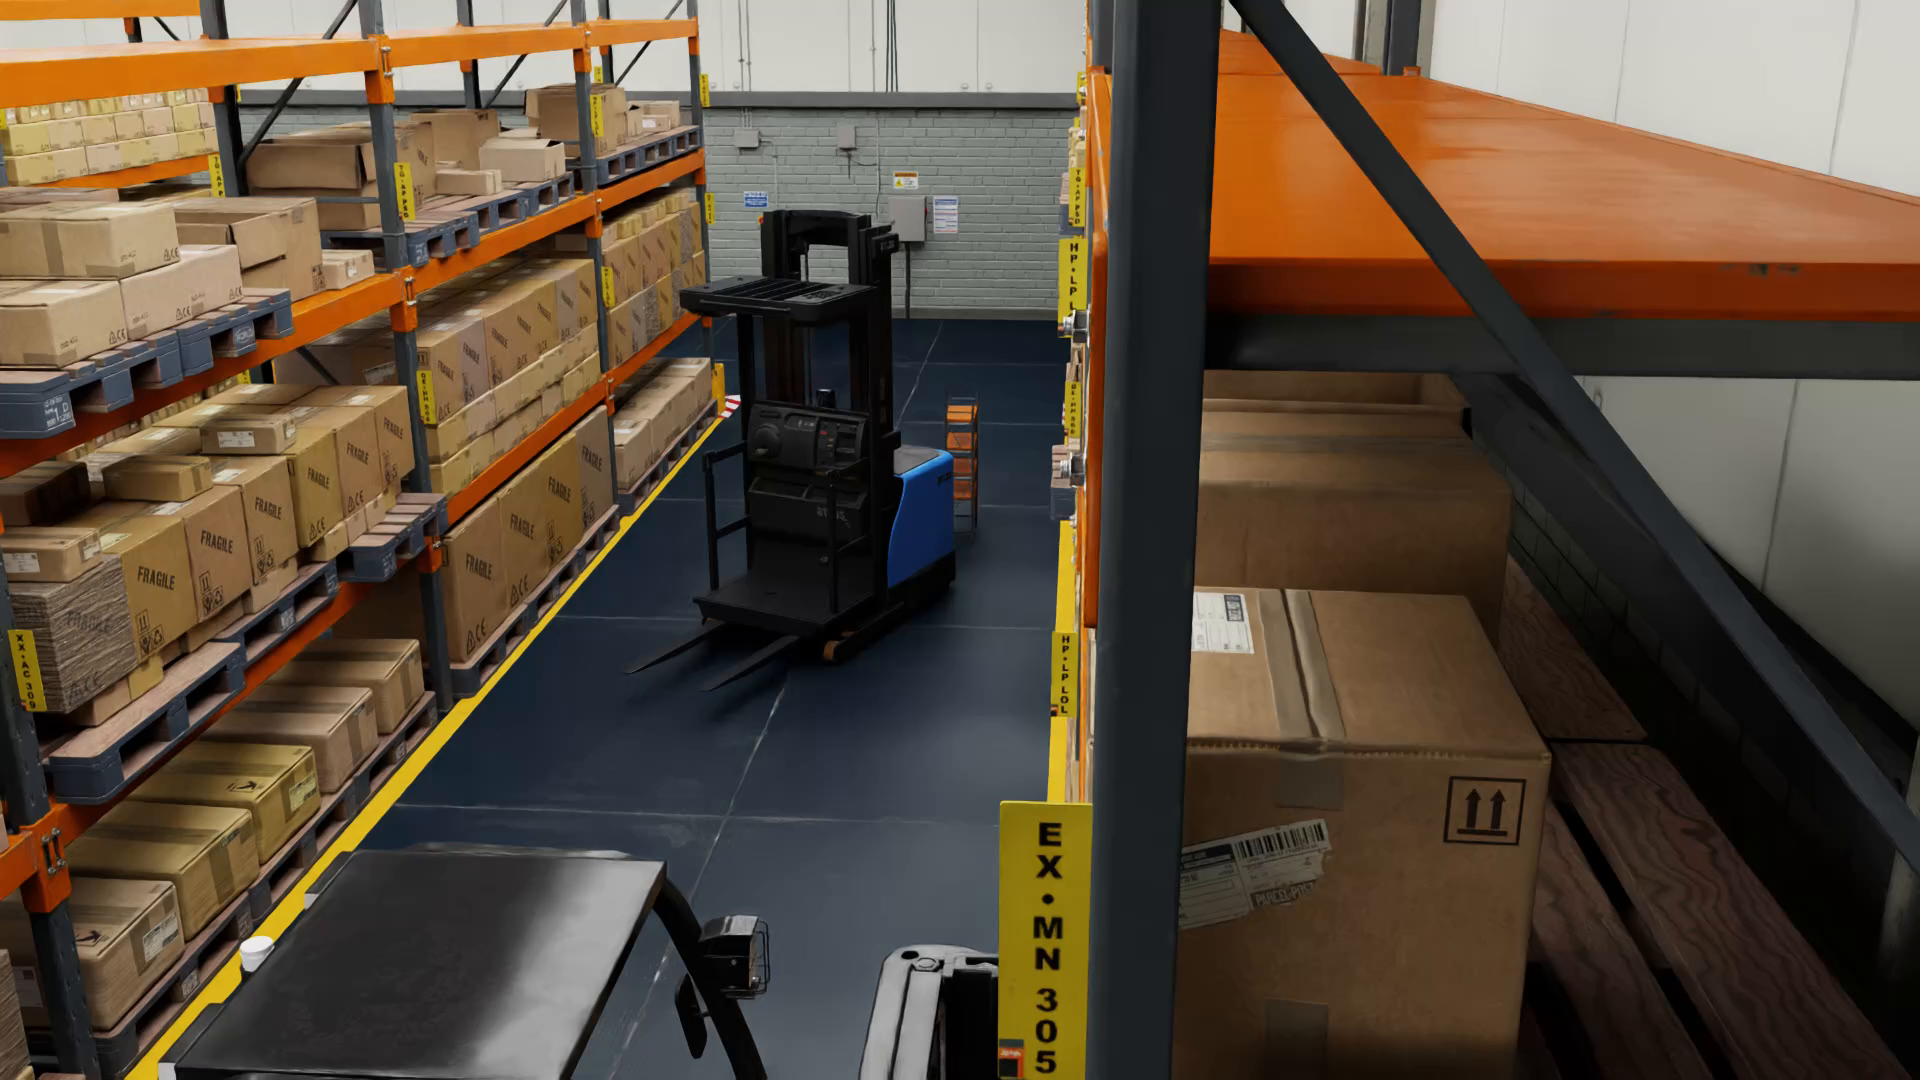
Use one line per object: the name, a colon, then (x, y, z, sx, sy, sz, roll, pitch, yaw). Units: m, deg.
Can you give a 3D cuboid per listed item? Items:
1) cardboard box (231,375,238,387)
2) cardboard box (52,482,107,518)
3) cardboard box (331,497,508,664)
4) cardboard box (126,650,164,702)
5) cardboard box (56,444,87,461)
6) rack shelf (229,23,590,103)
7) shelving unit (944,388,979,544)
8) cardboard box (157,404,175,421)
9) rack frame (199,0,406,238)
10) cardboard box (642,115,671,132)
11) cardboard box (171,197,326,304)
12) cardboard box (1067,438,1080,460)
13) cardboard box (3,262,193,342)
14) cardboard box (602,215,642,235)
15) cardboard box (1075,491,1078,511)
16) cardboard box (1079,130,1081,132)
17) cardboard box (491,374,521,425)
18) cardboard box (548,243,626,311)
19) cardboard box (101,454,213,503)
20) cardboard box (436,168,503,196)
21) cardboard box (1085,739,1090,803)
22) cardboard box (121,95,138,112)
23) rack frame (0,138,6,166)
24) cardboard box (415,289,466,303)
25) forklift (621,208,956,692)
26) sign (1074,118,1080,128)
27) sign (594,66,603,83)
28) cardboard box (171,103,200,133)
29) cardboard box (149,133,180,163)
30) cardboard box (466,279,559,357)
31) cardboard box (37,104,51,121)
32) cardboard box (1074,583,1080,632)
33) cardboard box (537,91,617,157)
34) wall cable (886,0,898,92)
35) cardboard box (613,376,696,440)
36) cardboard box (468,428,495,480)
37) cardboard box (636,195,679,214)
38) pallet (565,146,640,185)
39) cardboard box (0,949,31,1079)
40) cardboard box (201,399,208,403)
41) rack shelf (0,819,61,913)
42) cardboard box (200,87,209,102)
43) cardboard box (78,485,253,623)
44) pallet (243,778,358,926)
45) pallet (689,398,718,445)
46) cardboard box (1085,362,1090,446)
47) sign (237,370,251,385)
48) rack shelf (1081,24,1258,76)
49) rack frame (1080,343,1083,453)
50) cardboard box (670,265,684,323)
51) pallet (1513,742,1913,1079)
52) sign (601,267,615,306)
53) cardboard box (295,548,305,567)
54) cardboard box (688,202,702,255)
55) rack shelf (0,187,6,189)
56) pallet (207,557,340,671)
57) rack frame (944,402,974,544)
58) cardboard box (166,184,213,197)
cardboard box: (-7.872, -1.731, 17.814, 0.380, 0.149, 0.250, 1, 18, 2)
cardboard box: (-4.153, 0.040, 7.671, 0.500, 0.500, 0.500, 2, 18, 6)
cardboard box: (-3.615, 0.246, 11.091, 0.875, 0.875, 0.875, 1, 18, 3)
cardboard box: (-3.653, 0.569, 7.098, 0.380, 0.149, 0.250, 2, 18, 5)
cardboard box: (-8.060, -0.764, 14.864, 0.380, 0.149, 0.250, 2, 18, 6)
rack shelf: (-3.604, -3.291, 11.313, 1.077, 0.370, 4.000, 1, 18, 4)
shelving unit: (0.012, -0.622, 13.893, 0.258, 1.200, 0.503, 1, 18, 4)
cardboard box: (-7.960, -1.243, 16.325, 0.380, 0.149, 0.250, 1, 18, 4)
rack frame: (-3.747, -3.202, 9.243, 1.000, 3.000, 0.127, 1, 18, 4)
cardboard box: (-3.067, -4.115, 16.415, 0.380, 0.149, 0.250, 0, 18, 0)
cardboard box: (-3.825, -1.530, 8.797, 0.700, 0.500, 0.500, 1, 18, 4)
cardboard box: (0.868, -0.534, 10.465, 0.380, 0.149, 0.250, 2, 18, 5)
cardboard box: (-3.557, -0.992, 6.884, 0.500, 0.250, 0.500, 1, 18, 3)
cardboard box: (-3.074, -2.834, 14.948, 0.380, 0.149, 0.250, 1, 18, 2)
cardboard box: (0.903, -0.276, 9.386, 0.500, 0.250, 0.500, 1, 18, 4)
cardboard box: (1.083, -3.011, 12.568, 0.380, 0.149, 0.250, 2, 18, 5)
cardboard box: (-3.379, -0.984, 11.547, 0.500, 0.250, 0.500, 1, 18, 4)
cardboard box: (-3.185, -2.258, 14.232, 0.500, 0.500, 0.500, 1, 18, 4)
cardboard box: (-3.673, -0.283, 7.616, 0.380, 0.149, 0.250, 2, 18, 7)
cardboard box: (-3.447, -2.517, 11.670, 0.380, 0.166, 0.250, 3, 18, 9)
cardboard box: (0.387, 0.426, 2.557, 0.380, 0.149, 0.250, 1, 18, 2)
cardboard box: (-7.982, -4.109, 15.625, 0.380, 0.149, 0.250, 1, 18, 2)
rack frame: (-8.405, -4.523, 13.276, 1.000, 3.000, 0.127, 1, 18, 4)
cardboard box: (-3.857, -1.511, 11.950, 0.500, 0.500, 0.500, 1, 18, 3)
forklift: (-1.167, -0.705, 11.367, 1.130, 2.935, 3.031, 9, 20, 26)
sign: (0.949, -3.165, 13.116, 0.100, 0.325, 0.005, 1, 18, 4)
sign: (-3.727, -4.728, 17.188, 0.100, 0.325, 0.005, 1, 18, 4)
cardboard box: (-7.933, -4.199, 16.541, 0.500, 0.250, 0.500, 1, 18, 2)
cardboard box: (-7.965, -3.809, 16.155, 0.500, 0.250, 0.500, 2, 18, 6)
cardboard box: (-3.328, -1.654, 12.386, 0.500, 0.500, 0.500, 2, 18, 6)
cardboard box: (-8.129, -3.702, 14.383, 0.380, 0.149, 0.250, 1, 18, 3)
cardboard box: (0.677, 0.294, 7.006, 0.380, 0.149, 0.250, 1, 18, 2)
cardboard box: (-3.209, -3.491, 13.948, 0.500, 0.500, 0.500, 2, 18, 5)
wall cable: (0.479, -7.386, 21.951, 2.988, 3.039, 0.133, 1, 18, 4)
cardboard box: (-3.179, -1.326, 16.593, 0.875, 0.438, 0.875, 2, 18, 5)
cardboard box: (-3.442, -0.586, 11.135, 0.500, 0.250, 0.500, 1, 18, 2)
cardboard box: (-2.988, -3.312, 16.405, 0.380, 0.149, 0.250, 2, 18, 5)
pallet: (-3.392, -3.230, 14.290, 1.003, 0.211, 1.213, 1, 18, 4)
cardboard box: (-3.809, 1.832, 6.053, 0.500, 0.500, 0.500, 1, 18, 3)
cardboard box: (-7.975, -1.352, 17.136, 0.380, 0.149, 0.250, 1, 18, 4)
rack shelf: (-4.178, 1.854, 4.602, 1.077, 0.370, 4.000, 1, 18, 4)
cardboard box: (-7.849, -4.586, 17.082, 0.380, 0.149, 0.250, 1, 18, 3)
cardboard box: (-3.630, 0.055, 7.626, 0.500, 0.500, 0.500, 1, 18, 4)
pallet: (-3.895, 1.595, 8.717, 1.003, 0.211, 1.213, 1, 18, 4)
pallet: (-3.153, -1.260, 17.431, 1.003, 0.211, 1.213, 1, 18, 4)
cardboard box: (0.614, -0.376, 4.745, 0.500, 0.311, 0.500, 2, 18, 5)
sign: (-4.301, -0.913, 10.031, 0.100, 0.325, 0.005, 1, 18, 4)
rack shelf: (1.347, -3.181, 10.978, 1.077, 0.370, 4.000, 1, 18, 4)
rack frame: (1.204, -0.241, 9.842, 1.000, 3.000, 0.127, 1, 18, 4)
cardboard box: (-3.023, -2.412, 16.306, 0.500, 0.500, 0.500, 2, 18, 6)
pallet: (0.707, 0.641, 2.475, 1.003, 0.211, 1.213, 1, 18, 4)
sign: (-2.919, -2.097, 13.773, 0.100, 0.325, 0.005, 1, 18, 4)
cardboard box: (-3.632, 0.079, 8.594, 0.380, 0.149, 0.250, 1, 18, 4)
cardboard box: (-2.971, -3.203, 17.115, 0.500, 0.500, 0.500, 2, 18, 6)
rack shelf: (-8.549, -2.135, 11.959, 1.077, 0.370, 4.000, 1, 18, 4)
pallet: (-3.849, 0.356, 8.328, 1.003, 0.211, 1.213, 1, 18, 4)
rack frame: (-0.006, -0.546, 13.662, 0.240, 1.200, 0.015, 1, 18, 4)
cardboard box: (-7.903, -3.431, 17.333, 0.500, 0.500, 0.500, 1, 18, 3)
